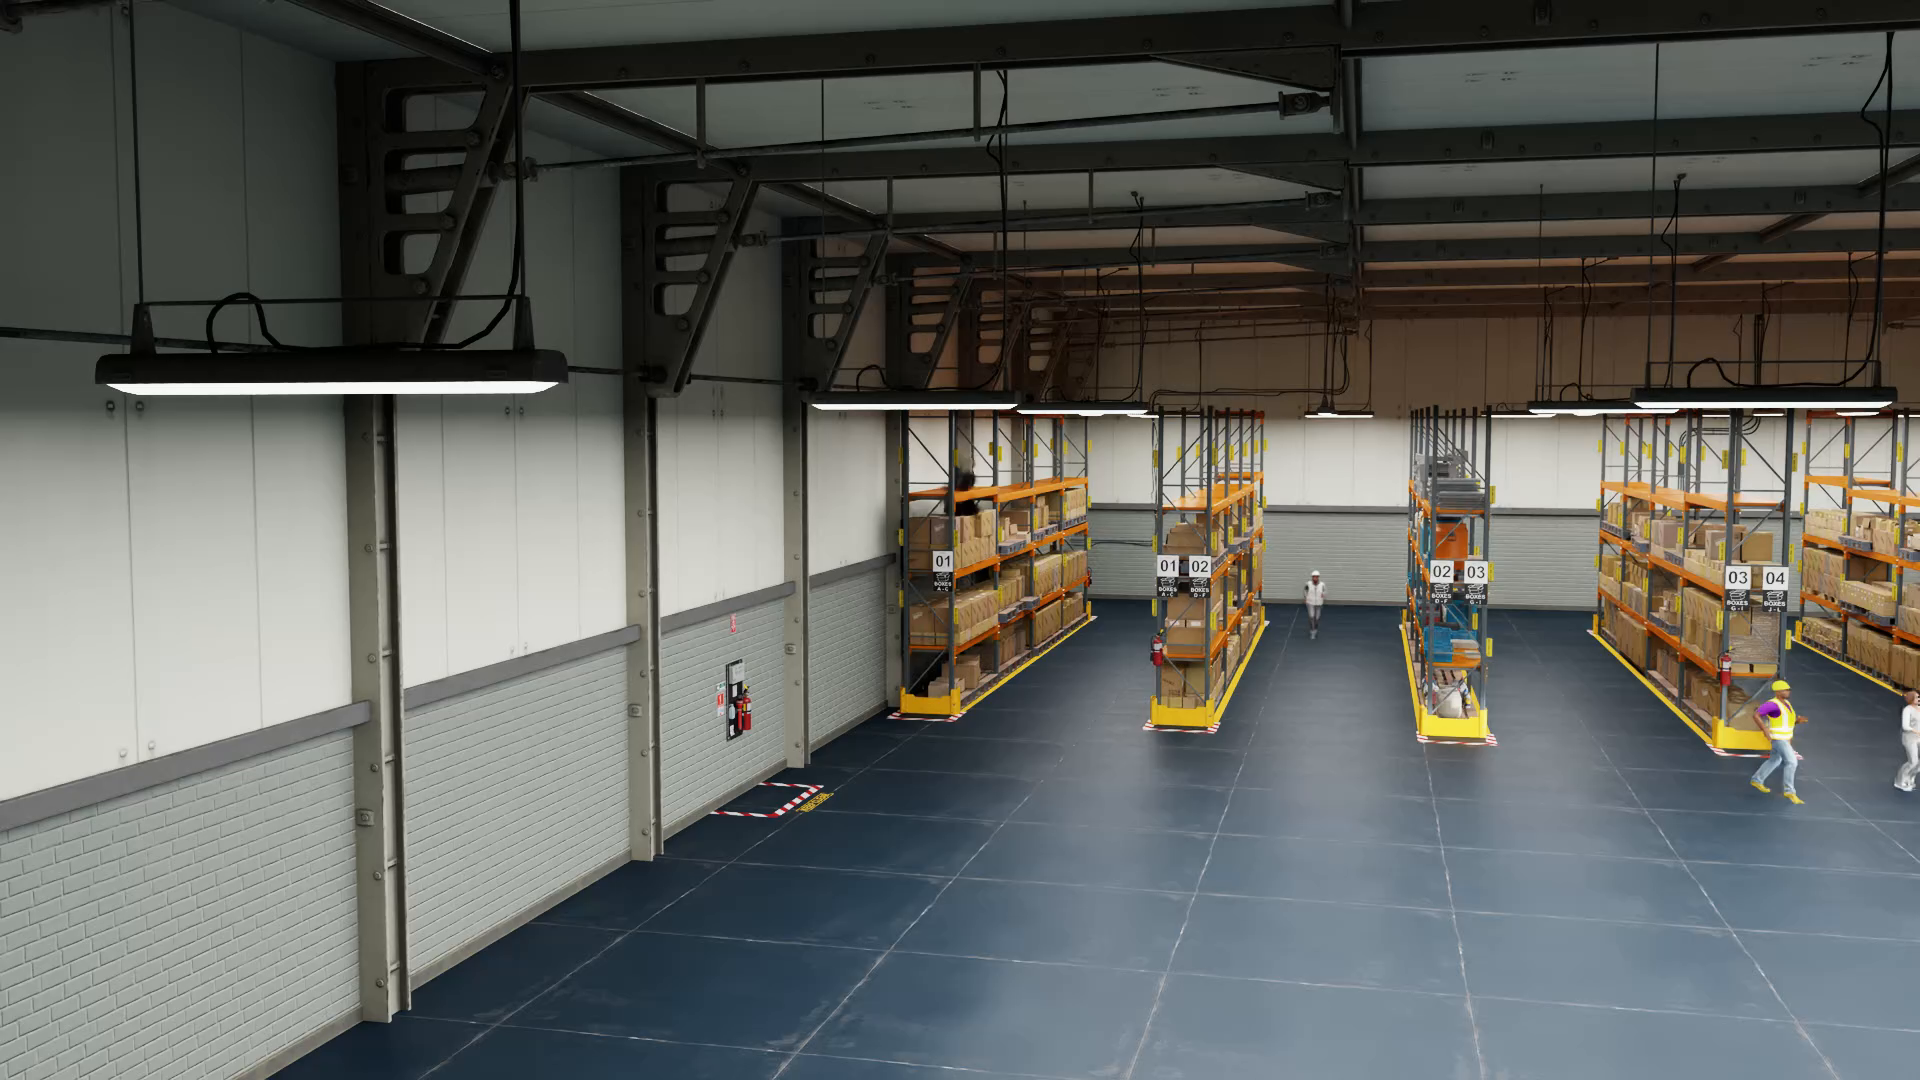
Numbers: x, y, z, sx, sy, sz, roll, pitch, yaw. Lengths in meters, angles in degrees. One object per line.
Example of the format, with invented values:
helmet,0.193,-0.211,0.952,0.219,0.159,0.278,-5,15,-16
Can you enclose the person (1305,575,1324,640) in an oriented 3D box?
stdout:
person,9.341,1.731,43.845,0.476,1.767,0.903,0,4,1

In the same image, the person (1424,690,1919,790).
person,12.038,2.867,28.912,1.733,1.557,8.936,-3,5,-32

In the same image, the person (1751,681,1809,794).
person,12.367,2.956,25.117,0.790,1.670,0.677,4,5,42

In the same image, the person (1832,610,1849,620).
person,23.450,1.773,44.147,0.676,1.611,0.471,1,4,9
